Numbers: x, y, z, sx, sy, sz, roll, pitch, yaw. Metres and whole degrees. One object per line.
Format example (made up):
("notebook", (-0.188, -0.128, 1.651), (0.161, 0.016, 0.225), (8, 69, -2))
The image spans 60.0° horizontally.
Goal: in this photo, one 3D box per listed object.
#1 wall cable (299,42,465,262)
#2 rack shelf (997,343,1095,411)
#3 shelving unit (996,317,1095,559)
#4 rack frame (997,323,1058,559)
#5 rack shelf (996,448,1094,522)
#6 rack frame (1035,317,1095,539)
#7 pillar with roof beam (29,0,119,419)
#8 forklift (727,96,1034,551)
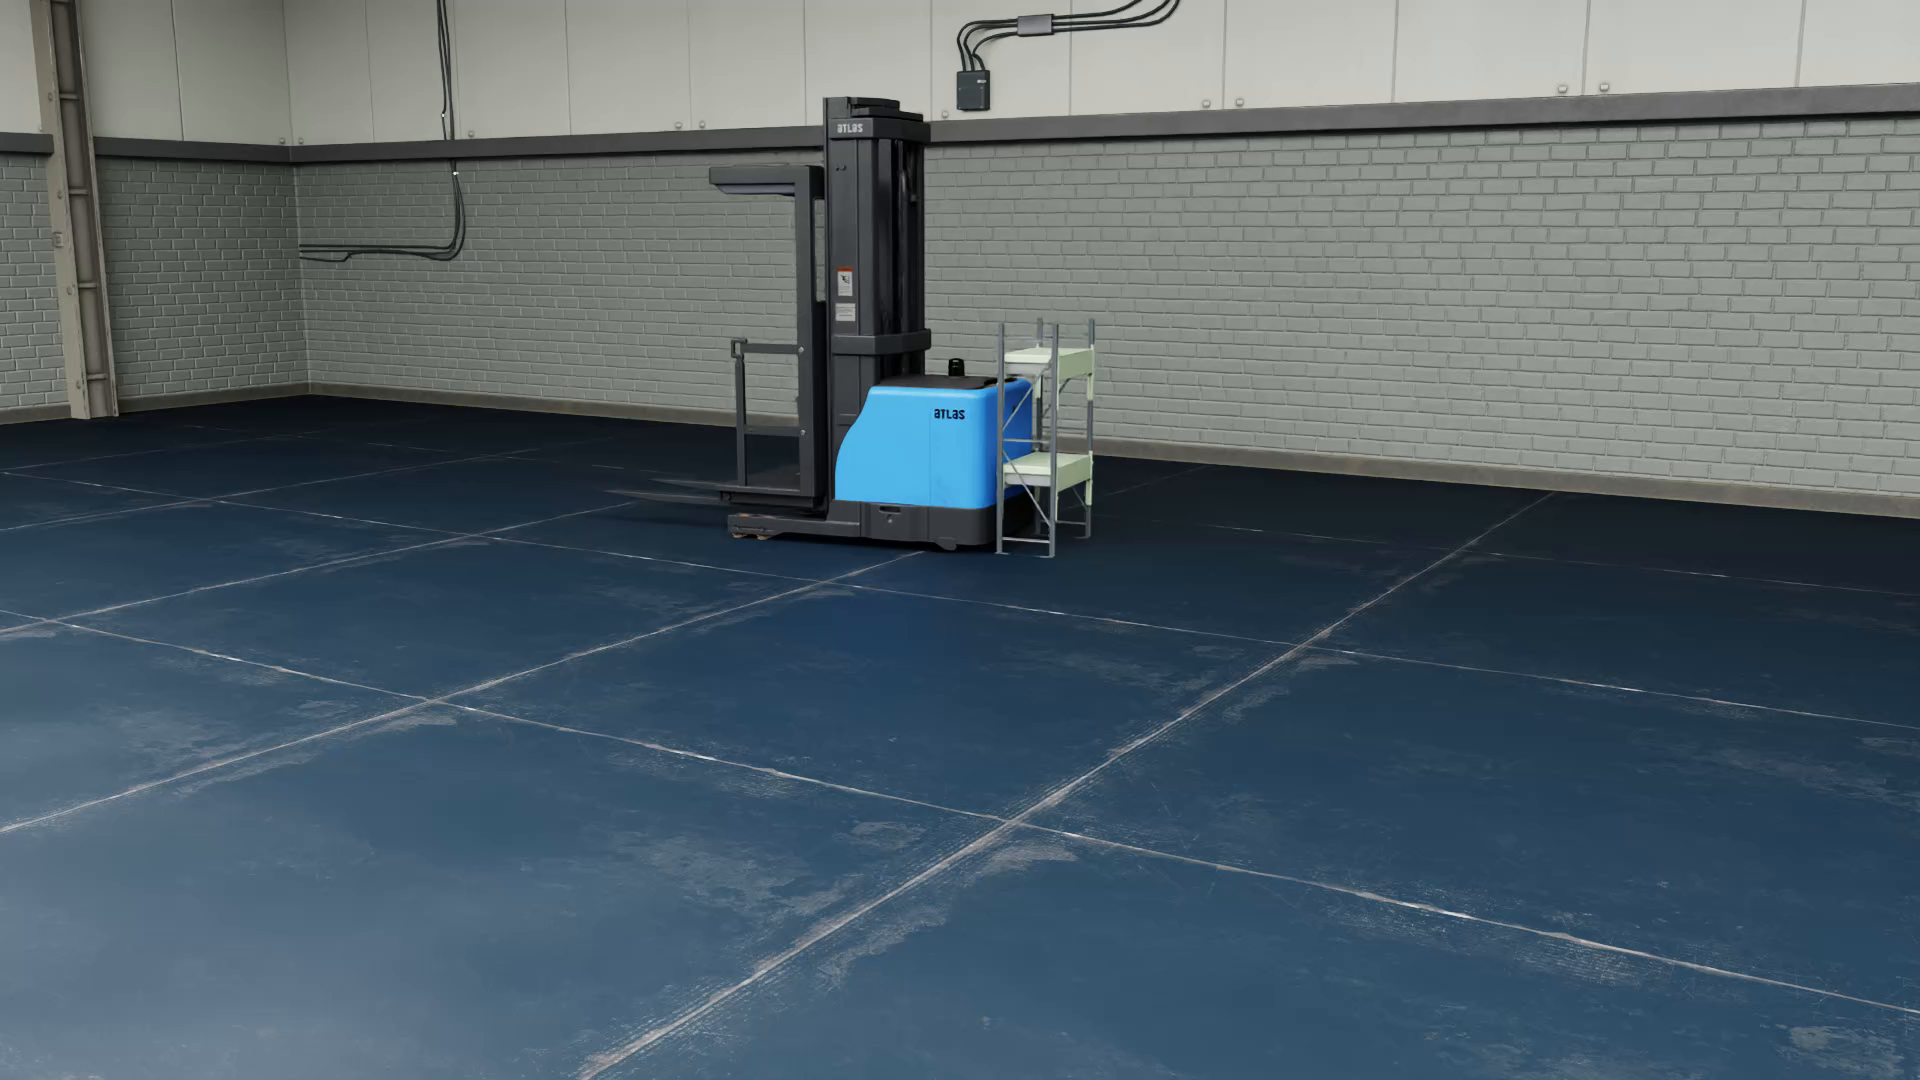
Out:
("wall cable", (-7.134, -4.630, 20.081), (3.097, 2.526, 0.112), (6, 12, 31))
("rack shelf", (0.572, -1.079, 10.936), (0.431, 0.370, 0.720), (4, 12, 22))
("shelving unit", (0.571, -0.696, 11.008), (0.431, 1.500, 0.755), (4, 12, 22))
("rack frame", (0.430, -0.634, 10.677), (0.400, 1.500, 0.023), (4, 12, 22))
("rack shelf", (0.571, -0.376, 11.069), (0.431, 0.370, 0.720), (4, 12, 22))
("rack frame", (0.712, -0.758, 11.340), (0.400, 1.500, 0.023), (4, 12, 22))
("pillar with roof beam", (-6.114, -5.407, 15.798), (9.100, 9.000, 0.400), (6, 12, 31))
("forklift", (-1.053, -1.524, 11.546), (3.031, 2.935, 1.130), (4, 11, 22))
